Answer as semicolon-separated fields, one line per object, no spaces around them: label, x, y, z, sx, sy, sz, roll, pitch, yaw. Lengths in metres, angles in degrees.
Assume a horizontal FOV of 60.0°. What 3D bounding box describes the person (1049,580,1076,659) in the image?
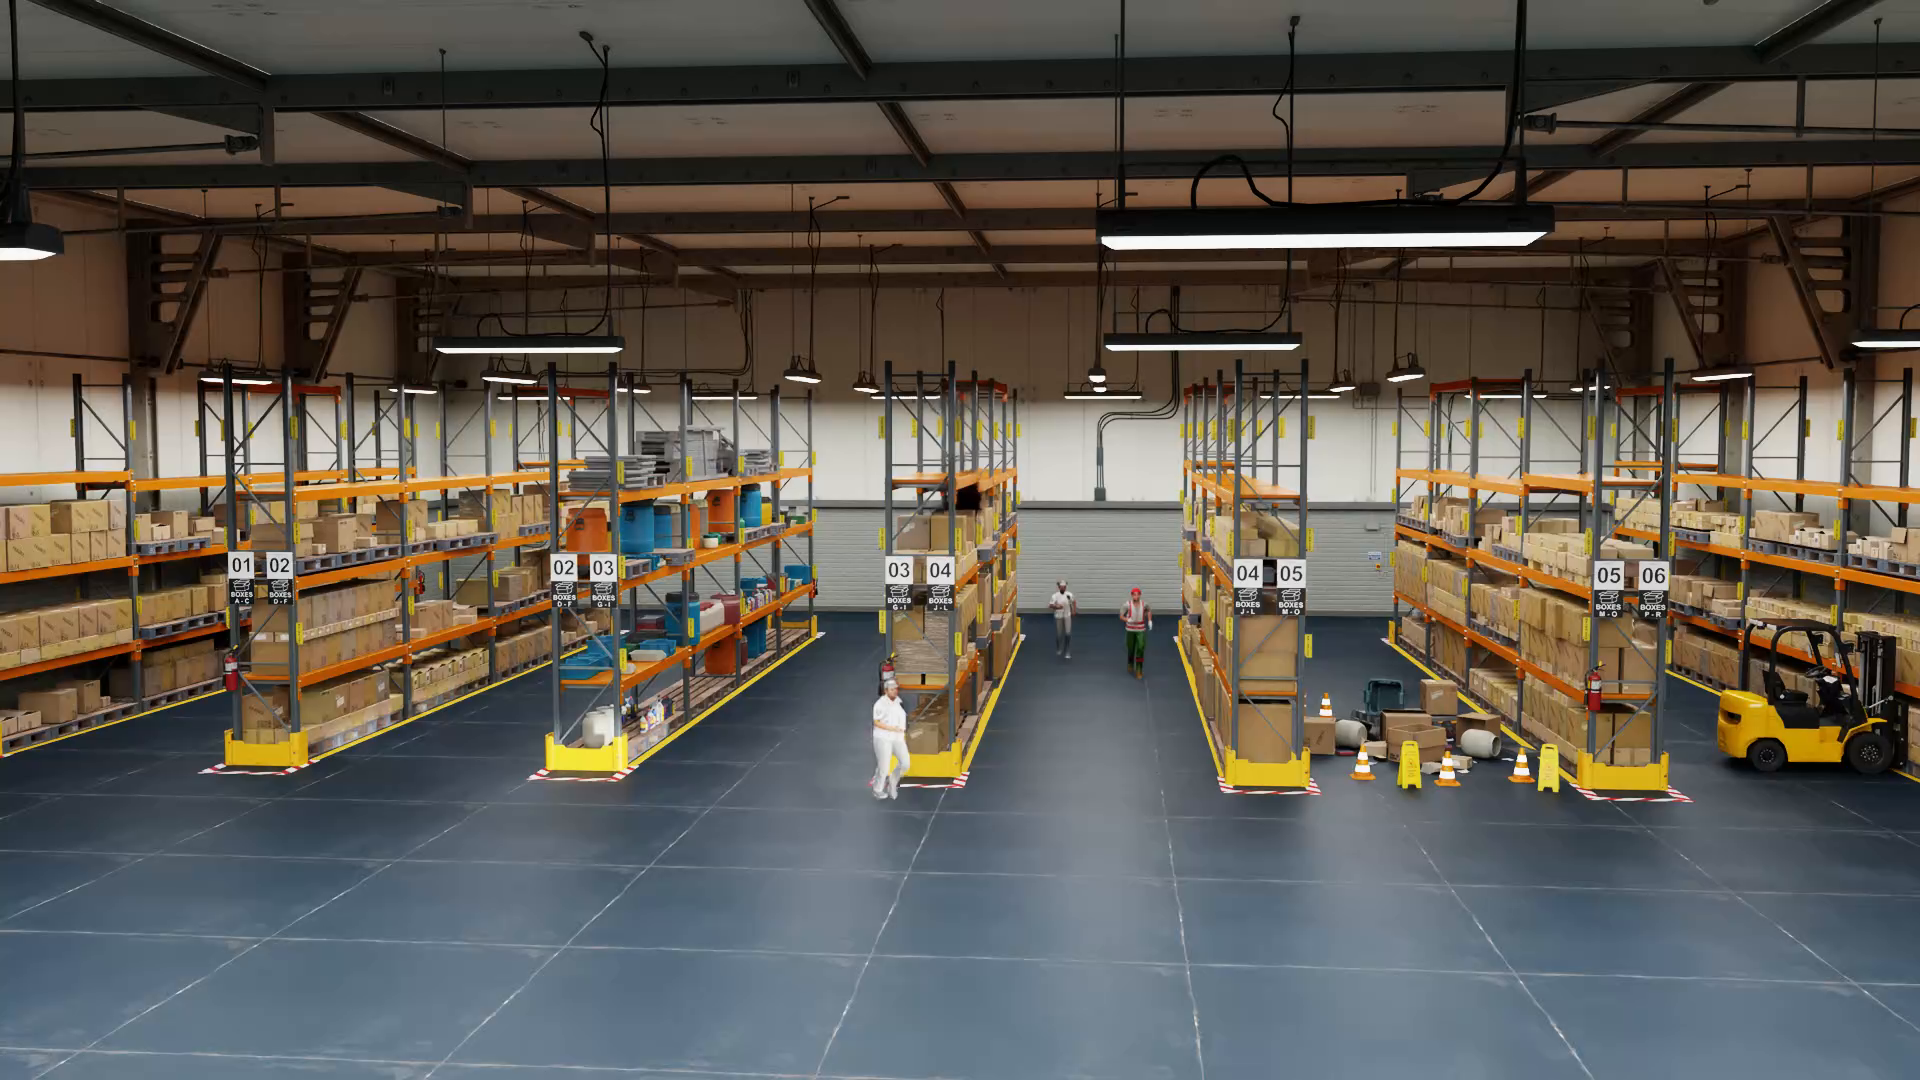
person;2.263;1.752;36.649;0.611;1.757;0.732;0;4;-1

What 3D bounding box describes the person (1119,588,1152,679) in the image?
person;3.581;1.883;33.884;0.680;1.839;0.842;0;4;-1

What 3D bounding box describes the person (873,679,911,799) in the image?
person;-0.905;2.709;22.512;0.635;1.654;0.652;-3;5;-41

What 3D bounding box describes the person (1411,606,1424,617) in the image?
person;11.178;1.489;40.178;0.680;1.741;0.658;0;4;1
